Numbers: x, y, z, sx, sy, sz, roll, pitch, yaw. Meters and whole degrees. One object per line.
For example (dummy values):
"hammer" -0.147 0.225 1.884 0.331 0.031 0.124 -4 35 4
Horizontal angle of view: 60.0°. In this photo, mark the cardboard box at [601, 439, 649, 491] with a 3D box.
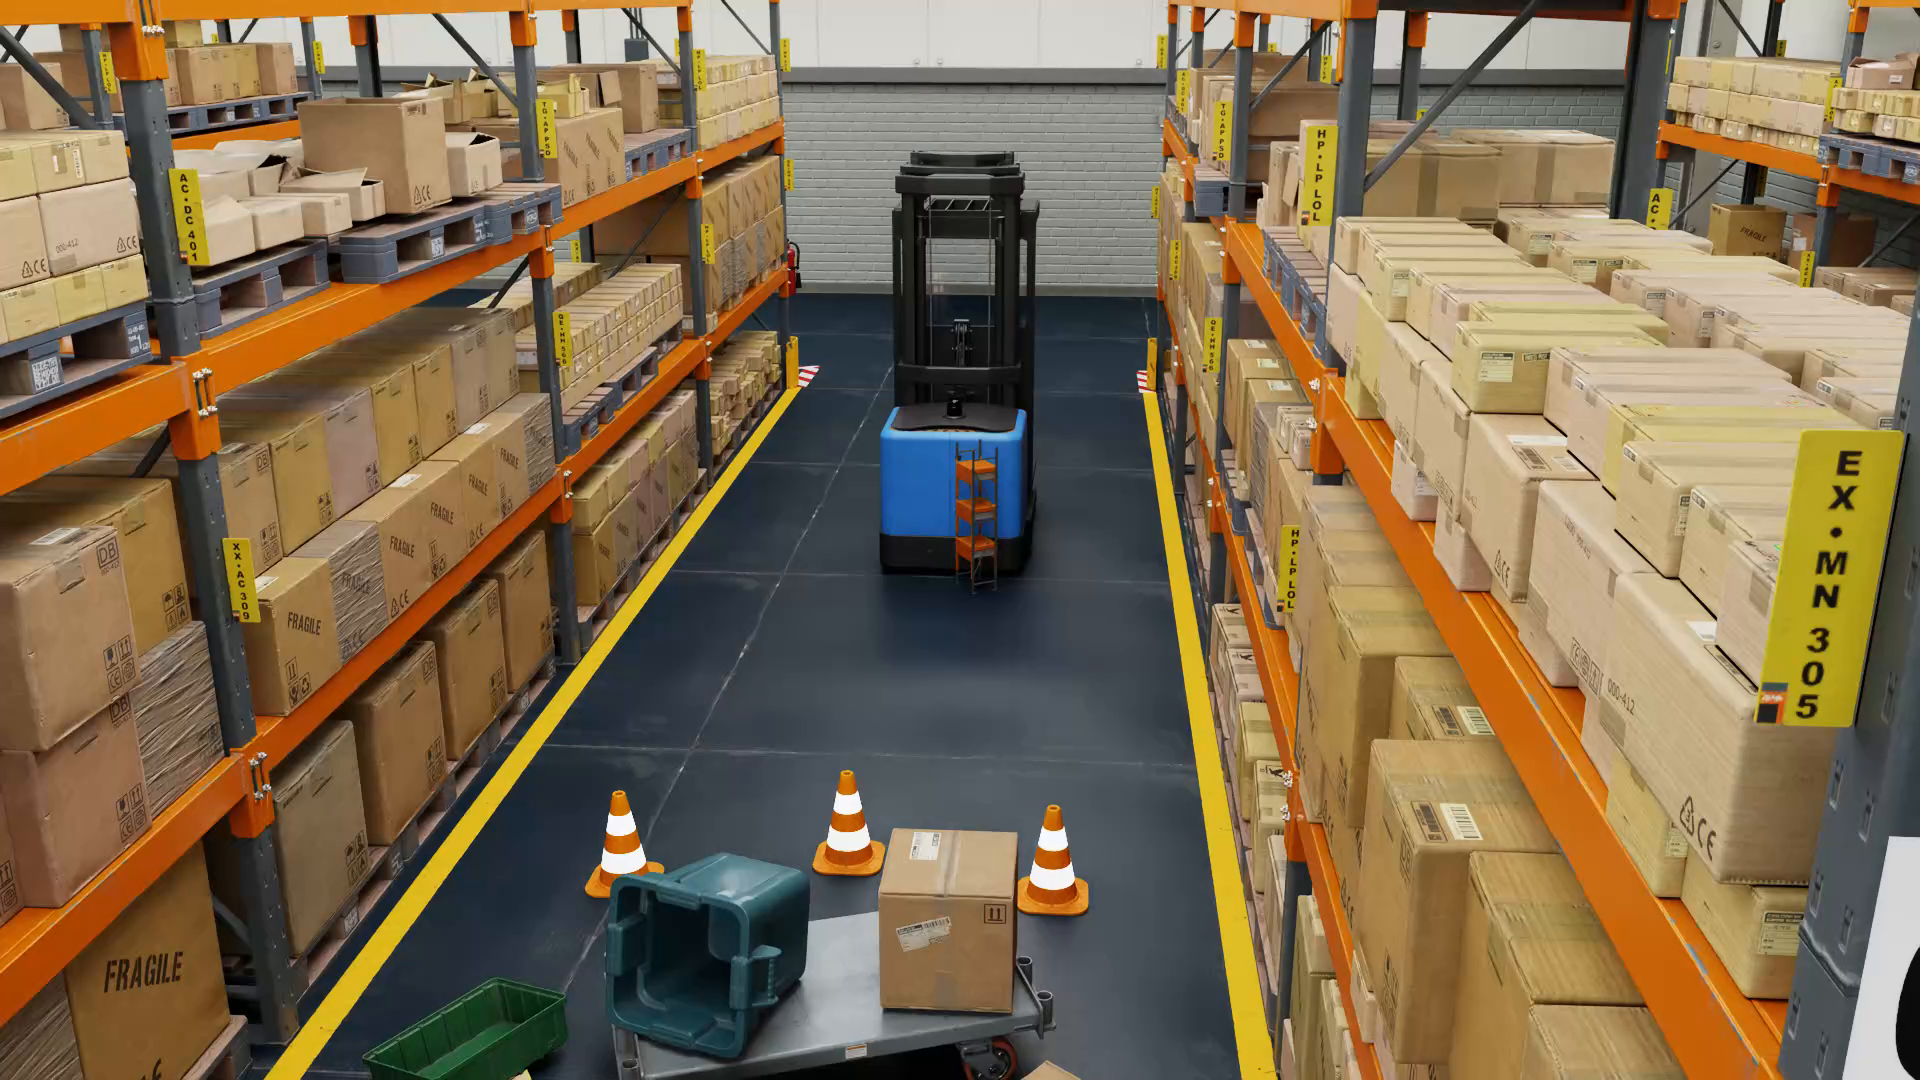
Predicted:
"cardboard box" -2.540 -0.543 11.898 0.500 0.250 0.500 1 18 4

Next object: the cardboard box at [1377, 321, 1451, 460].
"cardboard box" 1.361 -0.383 4.221 0.500 0.250 0.500 1 18 4

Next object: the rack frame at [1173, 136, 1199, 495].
"rack frame" 2.316 -1.818 13.655 1.000 3.000 0.127 1 18 4

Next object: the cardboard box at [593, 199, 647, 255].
"cardboard box" -2.865 -2.714 14.143 0.500 0.500 0.500 1 18 2

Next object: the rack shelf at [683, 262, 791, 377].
"rack shelf" -2.486 -2.177 15.904 1.077 0.370 4.000 1 18 4

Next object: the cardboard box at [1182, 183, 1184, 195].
"cardboard box" 2.157 -3.066 14.656 0.380 0.149 0.250 1 18 3

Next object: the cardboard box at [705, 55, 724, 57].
"cardboard box" -2.593 -4.825 16.813 0.380 0.149 0.250 1 18 3

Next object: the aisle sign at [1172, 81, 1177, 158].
"aisle sign" 2.318 -4.325 17.130 0.394 0.787 0.004 1 18 4

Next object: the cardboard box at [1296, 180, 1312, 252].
"cardboard box" 1.718 -1.387 7.089 0.500 0.250 0.500 2 18 5

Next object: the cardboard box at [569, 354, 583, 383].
"cardboard box" -2.663 -1.107 10.734 0.380 0.149 0.250 2 18 7

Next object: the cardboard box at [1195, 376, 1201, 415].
"cardboard box" 1.879 -0.983 11.346 0.500 0.250 0.500 1 18 3

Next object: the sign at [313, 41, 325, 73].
"sign" -6.742 -5.074 17.479 0.100 0.325 0.005 1 18 4

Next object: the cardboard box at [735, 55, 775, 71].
"cardboard box" -2.073 -4.811 16.769 0.380 0.149 0.250 1 18 3

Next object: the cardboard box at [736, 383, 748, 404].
"cardboard box" -2.227 -1.392 15.780 0.380 0.149 0.250 1 18 3

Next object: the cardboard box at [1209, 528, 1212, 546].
"cardboard box" 2.229 -0.256 11.623 0.875 0.875 0.875 2 18 5

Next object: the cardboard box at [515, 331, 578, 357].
"cardboard box" -2.673 -1.241 10.666 0.380 0.149 0.250 1 18 2

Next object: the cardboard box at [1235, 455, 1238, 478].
"cardboard box" 1.701 -0.388 9.020 0.380 0.149 0.250 0 18 0

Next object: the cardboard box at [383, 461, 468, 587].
"cardboard box" -2.786 -0.087 8.212 0.500 0.500 0.500 2 18 5

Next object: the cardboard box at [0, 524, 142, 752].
"cardboard box" -3.187 0.290 5.246 0.875 0.550 0.550 1 18 4

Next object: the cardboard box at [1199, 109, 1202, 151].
"cardboard box" 1.835 -2.820 11.436 0.396 0.266 0.258 3 18 8

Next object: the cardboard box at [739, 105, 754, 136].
"cardboard box" -2.208 -3.869 15.336 0.500 0.250 0.500 2 18 6

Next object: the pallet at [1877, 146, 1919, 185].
"pallet" 7.079 -2.522 11.286 1.213 0.211 1.003 1 18 4

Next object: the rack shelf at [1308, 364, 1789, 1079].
"rack shelf" 1.599 0.204 3.822 1.077 0.370 4.000 1 18 4

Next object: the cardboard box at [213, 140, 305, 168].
"cardboard box" -3.260 -1.750 7.938 0.500 0.311 0.500 1 18 3

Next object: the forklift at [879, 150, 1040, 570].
"forklift" 0.052 -1.588 13.063 1.130 2.935 3.031 1 18 4

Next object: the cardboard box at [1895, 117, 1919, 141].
"cardboard box" 6.778 -2.861 11.587 0.380 0.149 0.250 1 18 3

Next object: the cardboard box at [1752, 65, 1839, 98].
"cardboard box" 7.135 -3.919 14.209 0.500 0.250 0.500 2 18 5

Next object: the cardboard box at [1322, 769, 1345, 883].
"cardboard box" 1.420 0.764 5.135 0.500 0.500 0.500 1 18 4

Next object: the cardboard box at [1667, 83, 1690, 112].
"cardboard box" 7.249 -4.315 16.220 0.500 0.250 0.500 1 18 3

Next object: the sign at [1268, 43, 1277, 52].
"sign" 3.143 -4.853 16.804 0.100 0.325 0.005 1 18 4

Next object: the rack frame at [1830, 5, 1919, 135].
"rack frame" 7.267 -4.560 12.386 1.000 3.000 0.127 1 18 4

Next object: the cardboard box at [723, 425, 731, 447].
"cardboard box" -2.263 -0.931 14.850 0.380 0.149 0.250 2 18 6

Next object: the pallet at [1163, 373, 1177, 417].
"pallet" 2.623 -1.485 17.117 1.003 0.211 1.213 1 18 4

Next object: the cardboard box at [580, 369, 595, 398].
"cardboard box" -2.644 -1.037 10.999 0.380 0.149 0.250 2 18 7

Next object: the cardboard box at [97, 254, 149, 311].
"cardboard box" -2.910 -0.846 5.438 0.380 0.149 0.250 1 18 4

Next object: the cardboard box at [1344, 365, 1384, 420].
"cardboard box" 1.398 -0.468 5.121 0.380 0.149 0.250 1 18 4

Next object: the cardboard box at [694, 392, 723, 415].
"cardboard box" -2.319 -1.212 14.752 0.380 0.149 0.250 2 18 7

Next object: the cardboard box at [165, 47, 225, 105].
"cardboard box" -7.351 -4.330 15.508 0.700 0.500 0.500 2 18 6

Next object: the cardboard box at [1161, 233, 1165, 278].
"cardboard box" 2.273 -2.808 16.514 0.500 0.500 0.500 1 18 3

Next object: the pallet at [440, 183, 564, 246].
"pallet" -2.909 -1.790 9.054 1.213 0.211 1.003 2 18 6

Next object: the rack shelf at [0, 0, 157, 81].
"rack shelf" -3.346 -1.111 3.658 1.077 0.370 4.000 1 18 4

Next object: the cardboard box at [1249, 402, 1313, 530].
"cardboard box" 1.660 -0.348 7.854 0.500 0.500 0.500 1 18 2

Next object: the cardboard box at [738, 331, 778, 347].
"cardboard box" -2.127 -2.097 17.455 0.380 0.149 0.250 1 18 5

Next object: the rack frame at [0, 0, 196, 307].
"rack frame" -3.202 -2.264 5.380 1.000 3.000 0.127 1 18 4

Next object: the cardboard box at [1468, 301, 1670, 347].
"cardboard box" 1.365 -0.443 3.765 0.380 0.149 0.250 2 18 5

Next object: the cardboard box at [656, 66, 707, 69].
"cardboard box" -2.352 -3.927 14.069 0.380 0.149 0.250 1 18 3

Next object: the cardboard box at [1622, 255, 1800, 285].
"cardboard box" 1.999 -0.671 4.458 0.380 0.149 0.250 2 18 6

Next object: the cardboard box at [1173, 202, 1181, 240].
"cardboard box" 2.118 -2.651 14.430 0.500 0.500 0.500 1 18 3

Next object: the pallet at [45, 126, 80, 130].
"pallet" -7.585 -3.088 13.021 0.805 0.209 1.217 1 18 2

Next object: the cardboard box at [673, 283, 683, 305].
"cardboard box" -2.461 -1.991 13.433 0.380 0.149 0.250 2 18 6

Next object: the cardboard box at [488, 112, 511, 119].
"cardboard box" -3.105 -2.467 10.656 0.500 0.500 0.500 1 18 4

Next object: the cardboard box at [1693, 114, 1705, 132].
"cardboard box" 7.150 -3.927 15.676 0.380 0.149 0.250 2 18 5

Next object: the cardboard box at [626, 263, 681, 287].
"cardboard box" -2.463 -2.131 13.384 0.380 0.149 0.250 2 18 6

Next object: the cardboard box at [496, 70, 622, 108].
"cardboard box" -2.871 -3.095 11.893 0.797 0.503 0.637 1 18 3

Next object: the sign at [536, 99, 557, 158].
"sign" -2.363 -2.349 9.500 0.100 0.325 0.005 1 18 4

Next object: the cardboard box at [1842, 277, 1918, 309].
"cardboard box" 6.972 -1.650 12.305 0.700 0.500 0.500 1 18 5

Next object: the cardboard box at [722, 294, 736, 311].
"cardboard box" -2.262 -2.186 15.180 0.380 0.149 0.250 2 18 5

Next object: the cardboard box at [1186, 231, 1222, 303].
"cardboard box" 1.988 -2.052 12.602 0.500 0.500 0.500 1 18 4

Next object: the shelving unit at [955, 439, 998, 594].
"shelving unit" 0.117 -0.163 11.735 0.215 1.050 0.252 -9 20 -26
